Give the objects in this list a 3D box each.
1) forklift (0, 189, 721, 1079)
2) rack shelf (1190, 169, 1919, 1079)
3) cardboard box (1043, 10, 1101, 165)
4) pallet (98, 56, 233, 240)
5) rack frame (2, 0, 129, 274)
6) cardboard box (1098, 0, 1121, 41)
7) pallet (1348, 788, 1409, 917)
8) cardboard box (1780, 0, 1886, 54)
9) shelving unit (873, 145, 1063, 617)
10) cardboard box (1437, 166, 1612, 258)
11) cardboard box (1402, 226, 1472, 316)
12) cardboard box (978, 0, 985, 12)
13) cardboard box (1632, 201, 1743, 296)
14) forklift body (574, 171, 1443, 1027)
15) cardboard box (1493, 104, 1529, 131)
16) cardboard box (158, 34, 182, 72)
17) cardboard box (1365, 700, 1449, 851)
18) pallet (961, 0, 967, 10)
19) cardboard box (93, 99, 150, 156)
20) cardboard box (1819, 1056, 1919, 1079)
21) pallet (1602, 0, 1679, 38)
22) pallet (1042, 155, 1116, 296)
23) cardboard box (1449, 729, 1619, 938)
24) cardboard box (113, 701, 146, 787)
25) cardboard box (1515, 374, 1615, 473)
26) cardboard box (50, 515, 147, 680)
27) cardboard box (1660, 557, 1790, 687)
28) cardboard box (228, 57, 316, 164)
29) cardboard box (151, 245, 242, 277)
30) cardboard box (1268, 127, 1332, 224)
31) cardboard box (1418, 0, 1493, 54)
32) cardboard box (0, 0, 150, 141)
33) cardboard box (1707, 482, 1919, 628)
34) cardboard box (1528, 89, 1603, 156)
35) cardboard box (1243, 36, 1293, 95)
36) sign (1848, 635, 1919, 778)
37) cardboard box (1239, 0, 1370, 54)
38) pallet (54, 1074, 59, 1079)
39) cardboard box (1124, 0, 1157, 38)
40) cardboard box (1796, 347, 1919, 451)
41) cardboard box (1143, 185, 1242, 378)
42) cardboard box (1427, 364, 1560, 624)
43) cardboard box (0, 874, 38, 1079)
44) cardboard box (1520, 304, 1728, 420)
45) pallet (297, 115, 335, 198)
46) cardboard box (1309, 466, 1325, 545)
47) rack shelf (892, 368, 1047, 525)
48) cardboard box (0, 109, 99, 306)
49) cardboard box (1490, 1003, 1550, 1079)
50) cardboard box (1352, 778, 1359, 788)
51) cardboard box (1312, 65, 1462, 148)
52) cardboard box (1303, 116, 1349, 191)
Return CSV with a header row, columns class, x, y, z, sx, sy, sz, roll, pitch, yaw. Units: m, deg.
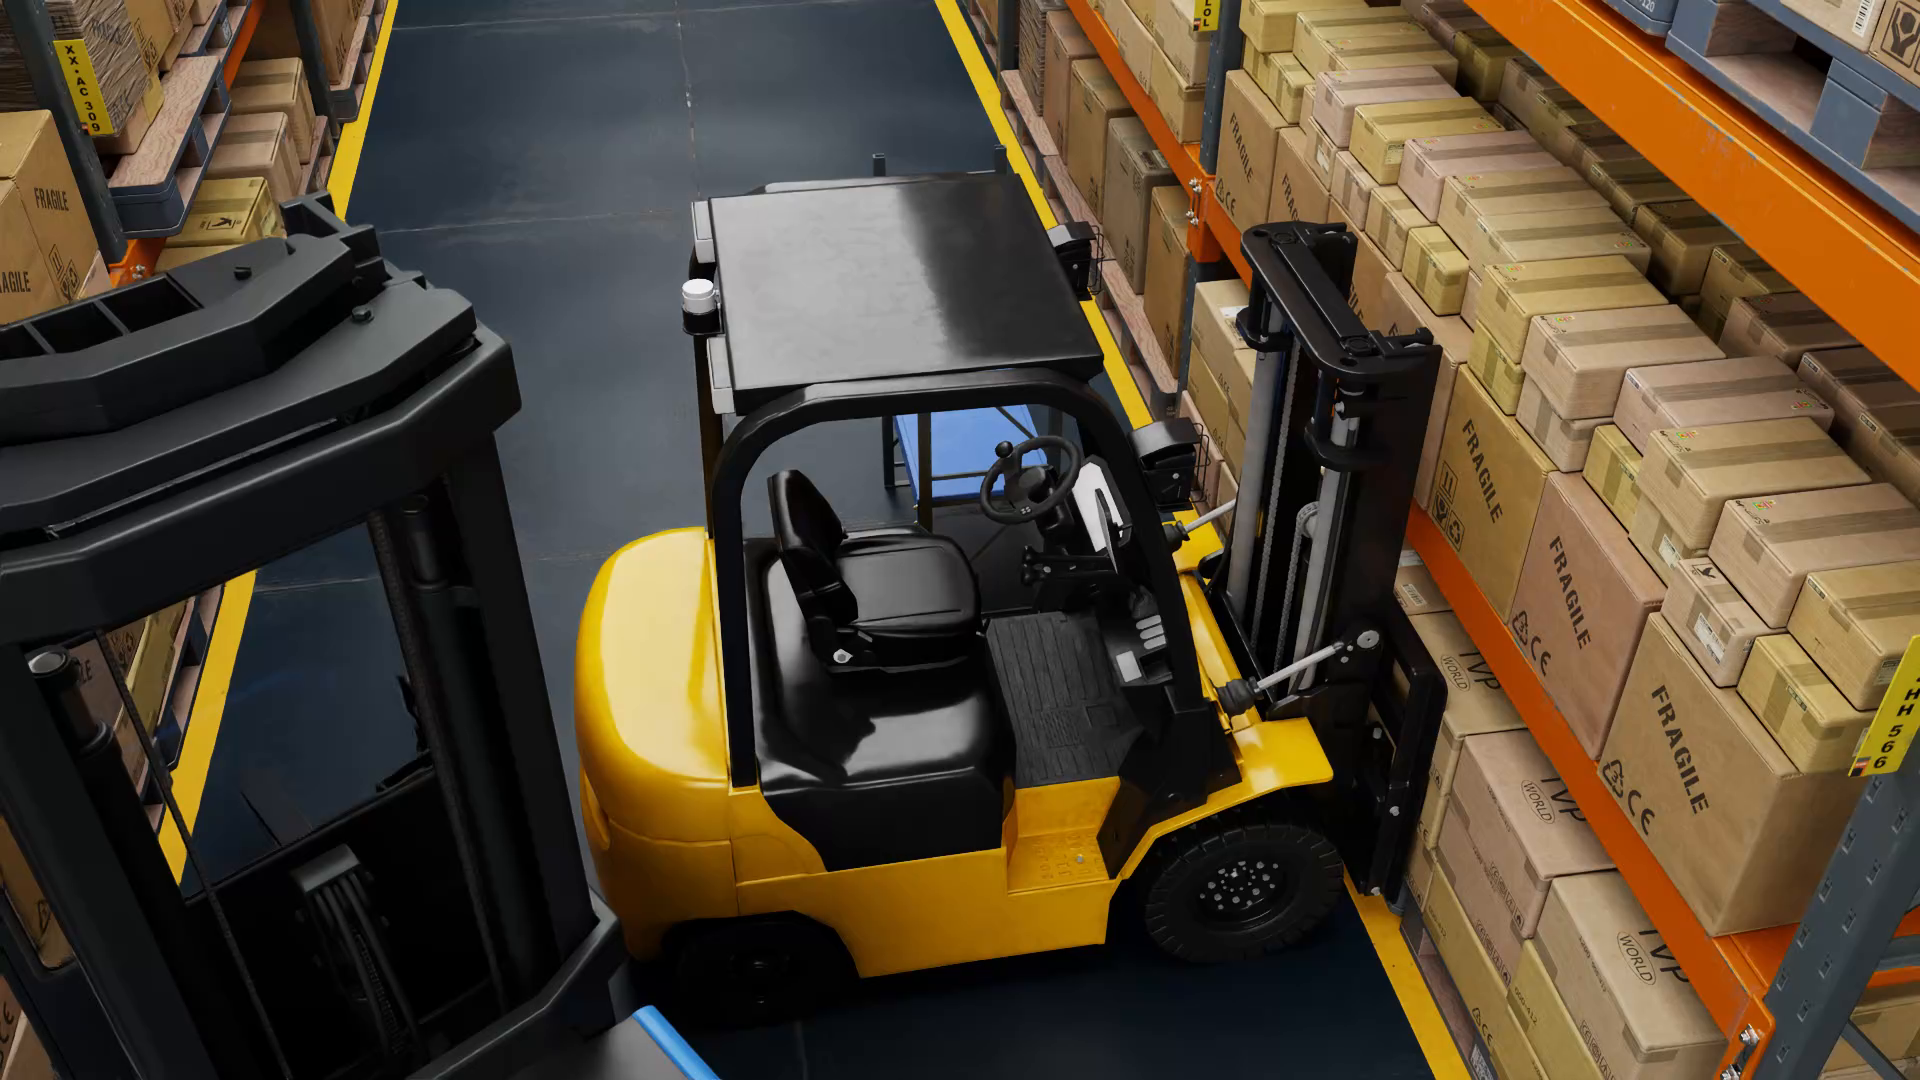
class,x,y,z,sx,sy,sz,roll,pitch,yaw
forklift,-1.534,0.590,3.601,1.130,2.935,3.031,-29,46,-32
rack shelf,1.784,-0.143,5.076,1.077,0.370,4.000,-6,38,-8
cardboard box,0.951,-2.507,9.126,0.875,0.625,0.625,-5,38,-6
pallet,-3.443,-1.501,6.393,1.003,0.211,1.213,-6,38,-8
rack frame,-3.452,-1.099,5.720,1.000,3.000,0.127,-6,38,-8
cardboard box,0.937,-2.459,7.592,0.500,0.250,0.500,-6,38,-8
pallet,1.749,0.689,5.691,1.003,0.211,1.213,-6,38,-8
cardboard box,1.691,-0.978,2.900,0.380,0.149,0.250,-7,38,-9
shelving unit,0.015,-0.541,6.224,0.538,1.500,1.048,-6,38,-8
cardboard box,1.563,-0.906,4.618,0.380,0.149,0.250,-6,38,-8
cardboard box,1.482,-0.774,4.691,0.380,0.149,0.250,-7,38,-9
cardboard box,0.369,-3.766,10.847,0.500,0.500,0.500,-7,38,-9
cardboard box,2.044,-0.796,4.476,0.380,0.149,0.250,-6,38,-8
forklift body,0.007,0.167,4.782,2.313,2.155,1.214,-6,38,-8
cardboard box,1.943,-1.304,5.373,0.380,0.149,0.250,-6,38,-8
cardboard box,-3.402,-2.008,6.752,0.380,0.149,0.250,-6,38,-7
cardboard box,1.553,0.629,4.987,0.500,0.250,0.500,-7,38,-9
pallet,0.428,-4.140,11.908,1.003,0.211,1.213,-6,38,-8
cardboard box,-3.238,-1.534,6.142,0.380,0.149,0.250,-6,38,-7
cardboard box,2.257,1.197,4.256,0.500,0.250,0.500,-6,38,-7
pallet,1.819,-1.537,3.911,1.003,0.211,1.213,-6,38,-8
pallet,1.049,-1.713,8.783,1.003,0.211,1.213,-6,38,-8
cardboard box,1.652,0.753,4.419,0.500,0.250,0.500,-6,38,-7
cardboard box,-2.896,0.777,5.204,0.500,0.250,0.500,-6,38,-7
cardboard box,1.614,-0.316,4.101,0.380,0.149,0.250,-7,38,-9
cardboard box,-2.993,0.160,5.387,0.500,0.500,0.500,-6,38,-7
cardboard box,1.724,0.155,3.496,0.380,0.149,0.250,-6,38,-7
cardboard box,-4.064,-2.301,9.066,0.950,0.372,0.625,-9,39,-11
cardboard box,-3.676,-0.978,7.363,0.950,0.372,0.625,-4,38,-5
cardboard box,1.362,-1.066,5.596,0.500,0.500,0.500,-6,38,-7
cardboard box,1.790,-1.732,5.682,0.380,0.149,0.250,-7,38,-9
cardboard box,-3.252,-1.736,5.873,0.500,0.500,0.500,-5,38,-7
cardboard box,1.791,0.028,3.416,0.380,0.149,0.250,-6,38,-8
cardboard box,1.981,-1.270,5.088,0.380,0.149,0.250,-7,38,-9
cardboard box,1.231,-1.710,5.896,0.380,0.149,0.250,-7,38,-9
sign,1.598,0.280,2.808,0.100,0.325,0.005,-6,38,-8
cardboard box,1.198,-1.824,5.800,0.380,0.149,0.250,-5,38,-7
pallet,-2.872,1.878,4.161,1.003,0.211,1.213,-6,38,-8
cardboard box,0.999,-2.353,7.048,0.500,0.250,0.500,-7,38,-9
cardboard box,2.185,-0.329,3.876,0.380,0.149,0.250,-6,38,-8
cardboard box,1.331,-1.177,7.414,0.875,0.625,0.625,-5,38,-6
cardboard box,1.618,-0.152,4.419,0.500,0.500,0.500,-7,38,-9
cardboard box,-2.721,1.094,4.184,0.500,0.500,0.500,-8,38,-10
cardboard box,1.593,-0.431,4.007,0.380,0.149,0.250,-5,38,-7
pallet,-4.018,-1.942,9.078,1.003,0.211,1.213,-6,38,-8
cardboard box,1.388,-0.175,5.614,0.500,0.250,0.500,-5,38,-6
rack shelf,0.015,-0.399,6.334,0.538,0.185,1.000,-6,38,-8
cardboard box,-3.130,-1.015,5.287,0.500,0.500,0.500,-7,38,-9
cardboard box,1.742,1.451,4.336,0.500,0.250,0.500,-6,38,-8
cardboard box,1.472,0.535,5.515,0.500,0.250,0.500,-5,38,-7
cardboard box,1.330,-1.356,5.198,0.380,0.149,0.250,-5,38,-7
cardboard box,1.321,-1.243,5.294,0.380,0.149,0.250,-5,38,-7
